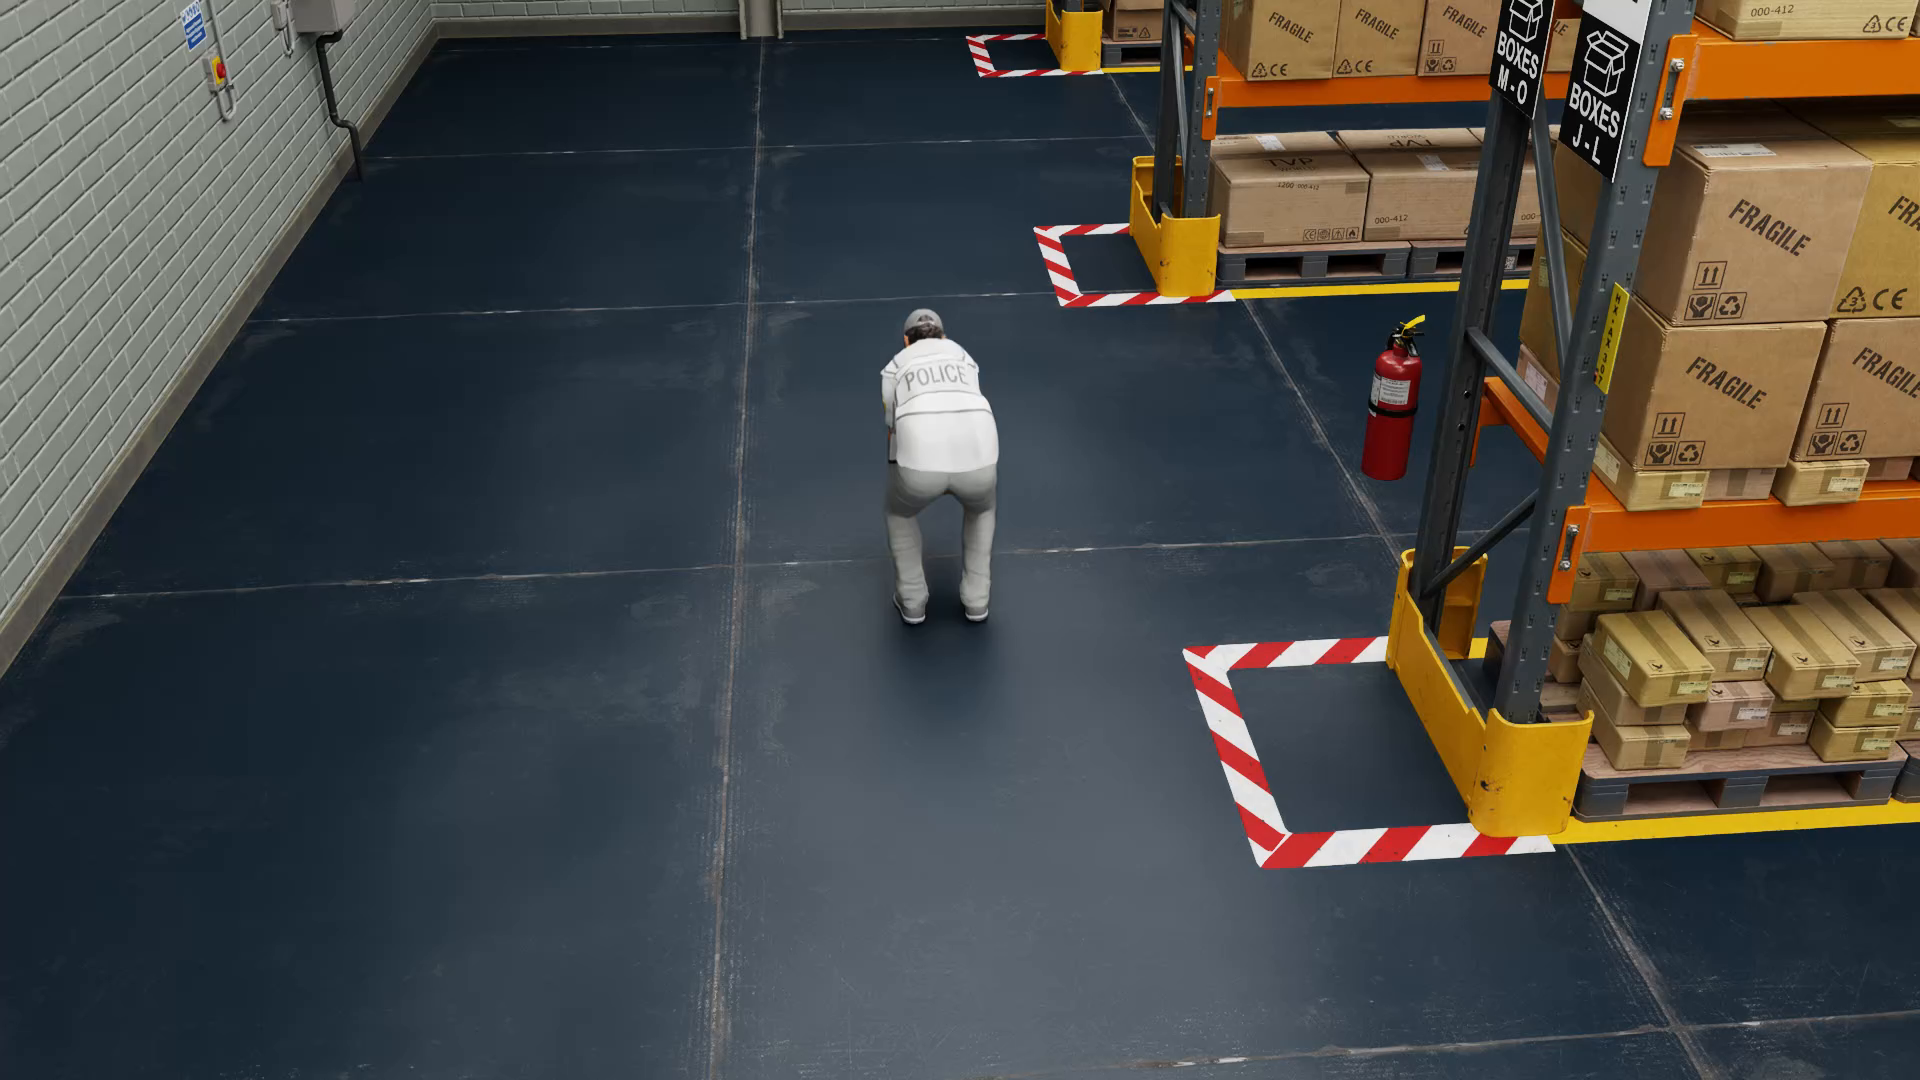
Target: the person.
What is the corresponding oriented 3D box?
[{"bbox_3d":[-0.097,-0.296,7.095,0.488,1.176,0.916,-4,32,-6],"label":"person"}]
